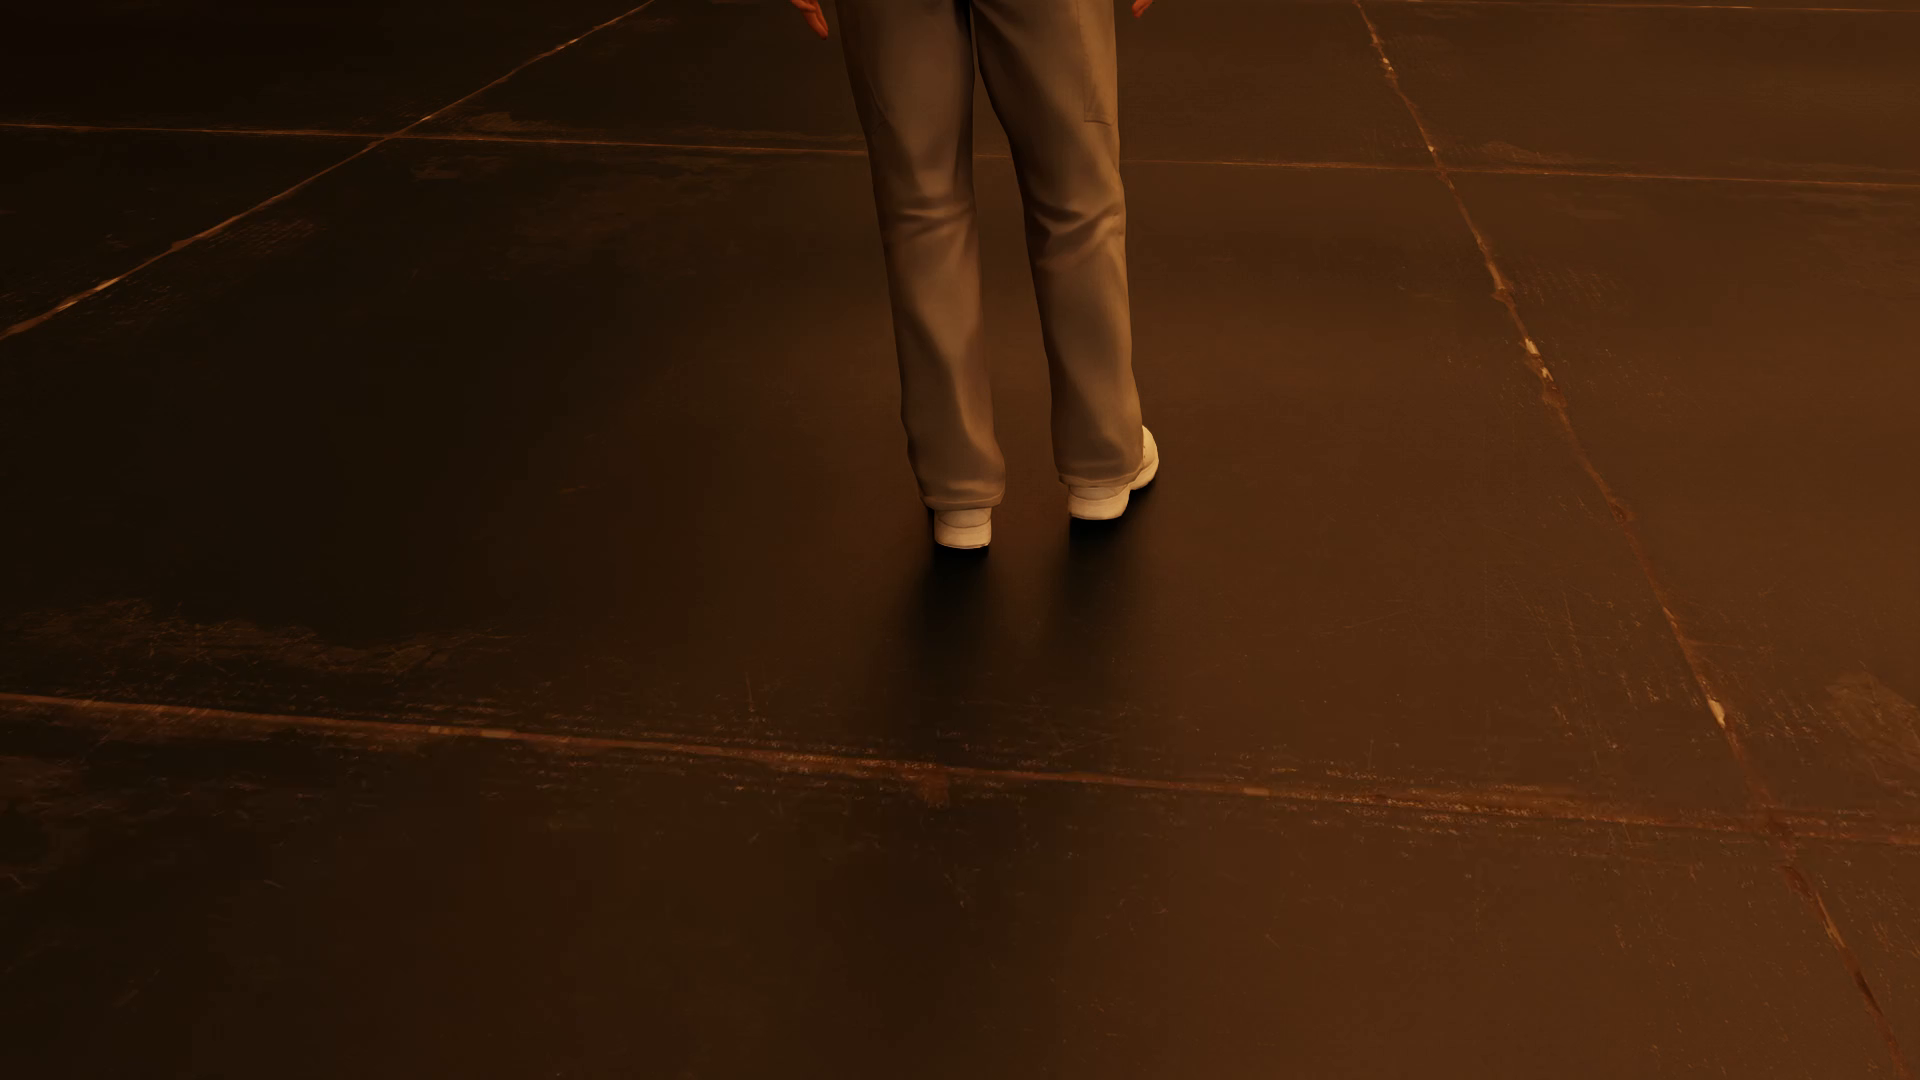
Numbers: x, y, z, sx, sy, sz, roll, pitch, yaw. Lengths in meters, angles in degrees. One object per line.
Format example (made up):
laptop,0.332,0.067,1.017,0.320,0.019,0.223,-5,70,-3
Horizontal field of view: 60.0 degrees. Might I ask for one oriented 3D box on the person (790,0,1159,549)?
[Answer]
person,0.023,-0.788,2.186,0.549,1.675,0.549,3,27,7
